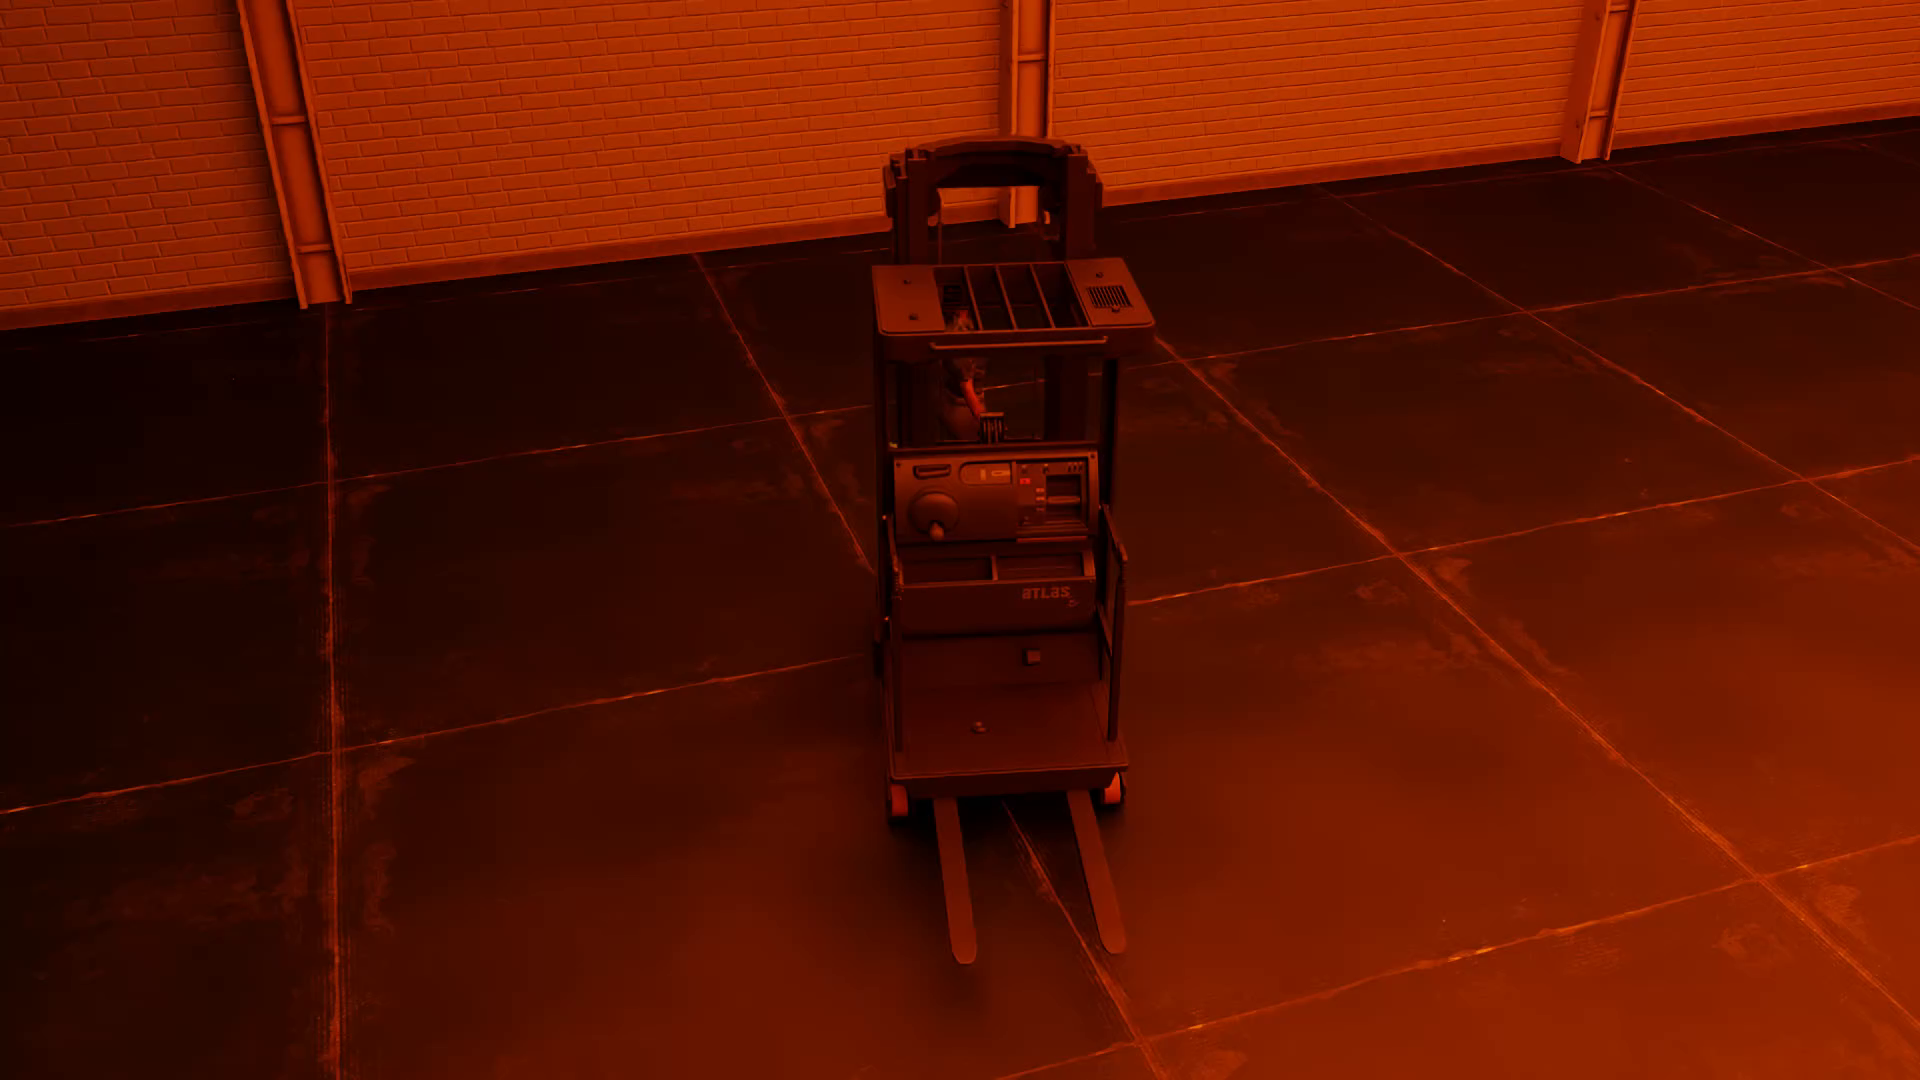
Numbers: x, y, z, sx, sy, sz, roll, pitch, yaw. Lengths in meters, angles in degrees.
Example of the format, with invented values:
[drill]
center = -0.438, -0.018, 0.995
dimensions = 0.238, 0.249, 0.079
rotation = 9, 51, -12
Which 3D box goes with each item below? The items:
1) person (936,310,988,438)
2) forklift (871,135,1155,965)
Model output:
[person]
center = 0.102, -0.736, 9.643
dimensions = 0.476, 1.657, 0.587
rotation = -10, 31, -17
[forklift]
center = 0.187, -0.151, 7.350
dimensions = 1.130, 2.935, 3.031
rotation = -3, 30, -5
